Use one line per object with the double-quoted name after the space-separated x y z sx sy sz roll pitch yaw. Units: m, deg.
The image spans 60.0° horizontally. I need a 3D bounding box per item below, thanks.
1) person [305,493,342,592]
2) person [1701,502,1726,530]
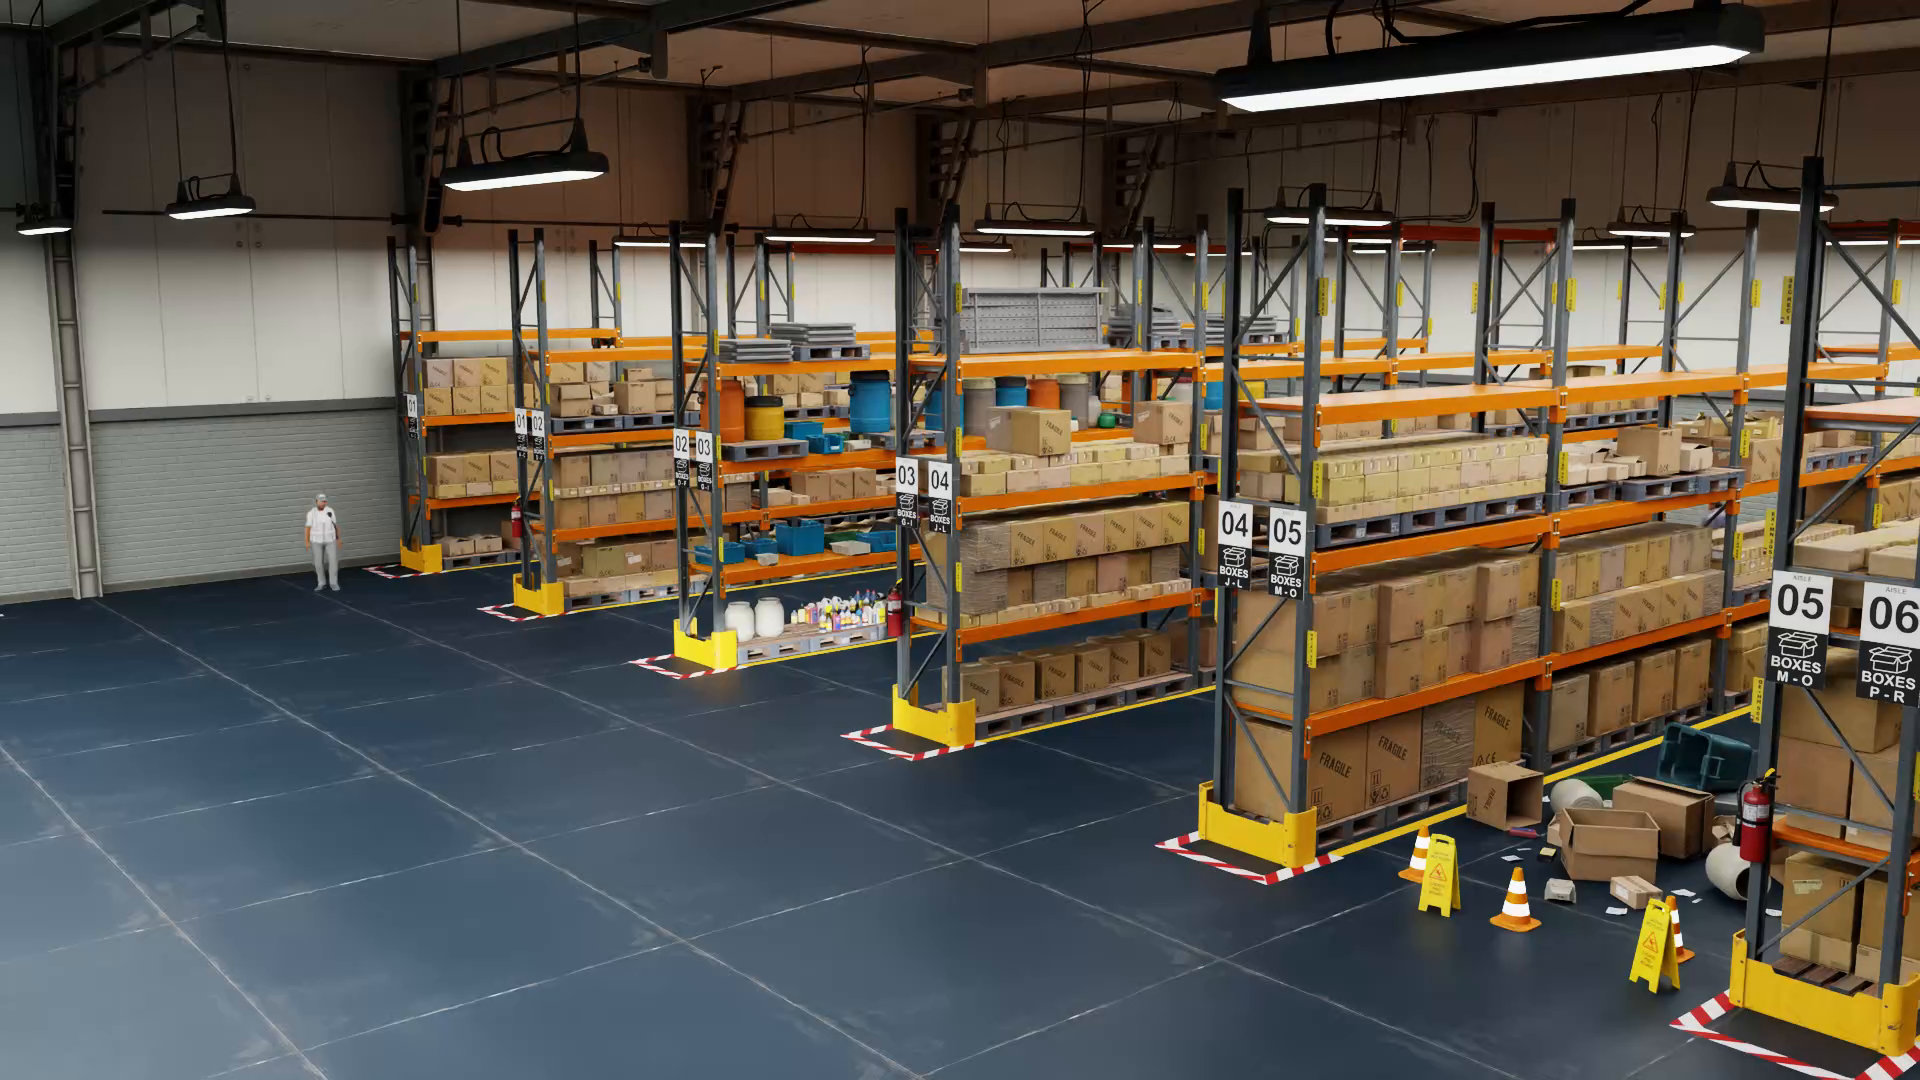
-10.762 0.040 28.111 0.586 1.669 0.398 -4 9 -22 "person"
12.595 0.104 27.906 0.585 1.694 0.403 -7 11 -39 "person"
